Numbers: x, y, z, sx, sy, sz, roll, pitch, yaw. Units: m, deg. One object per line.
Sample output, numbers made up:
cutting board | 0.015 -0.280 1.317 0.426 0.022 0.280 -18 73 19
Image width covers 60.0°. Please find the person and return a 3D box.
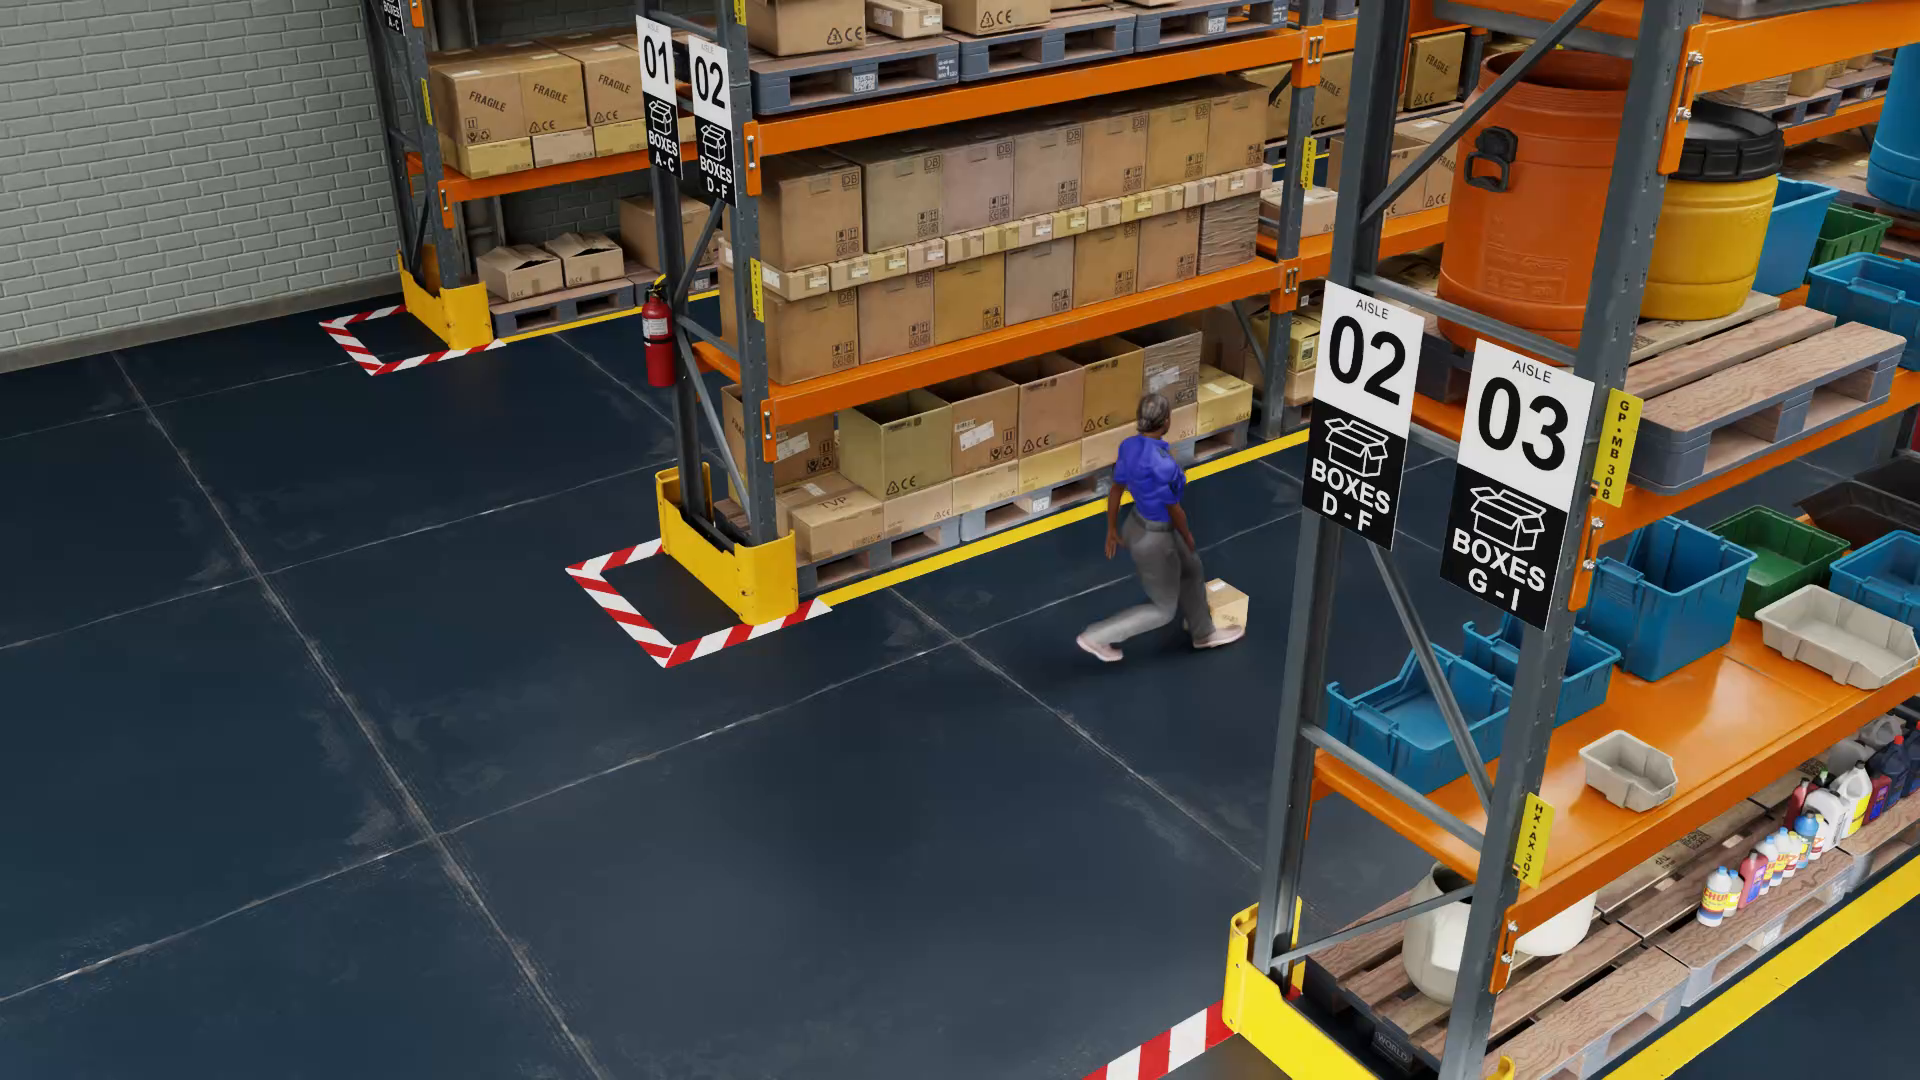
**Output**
person | 1.087 -0.057 8.829 1.009 1.553 0.427 -8 30 -14
